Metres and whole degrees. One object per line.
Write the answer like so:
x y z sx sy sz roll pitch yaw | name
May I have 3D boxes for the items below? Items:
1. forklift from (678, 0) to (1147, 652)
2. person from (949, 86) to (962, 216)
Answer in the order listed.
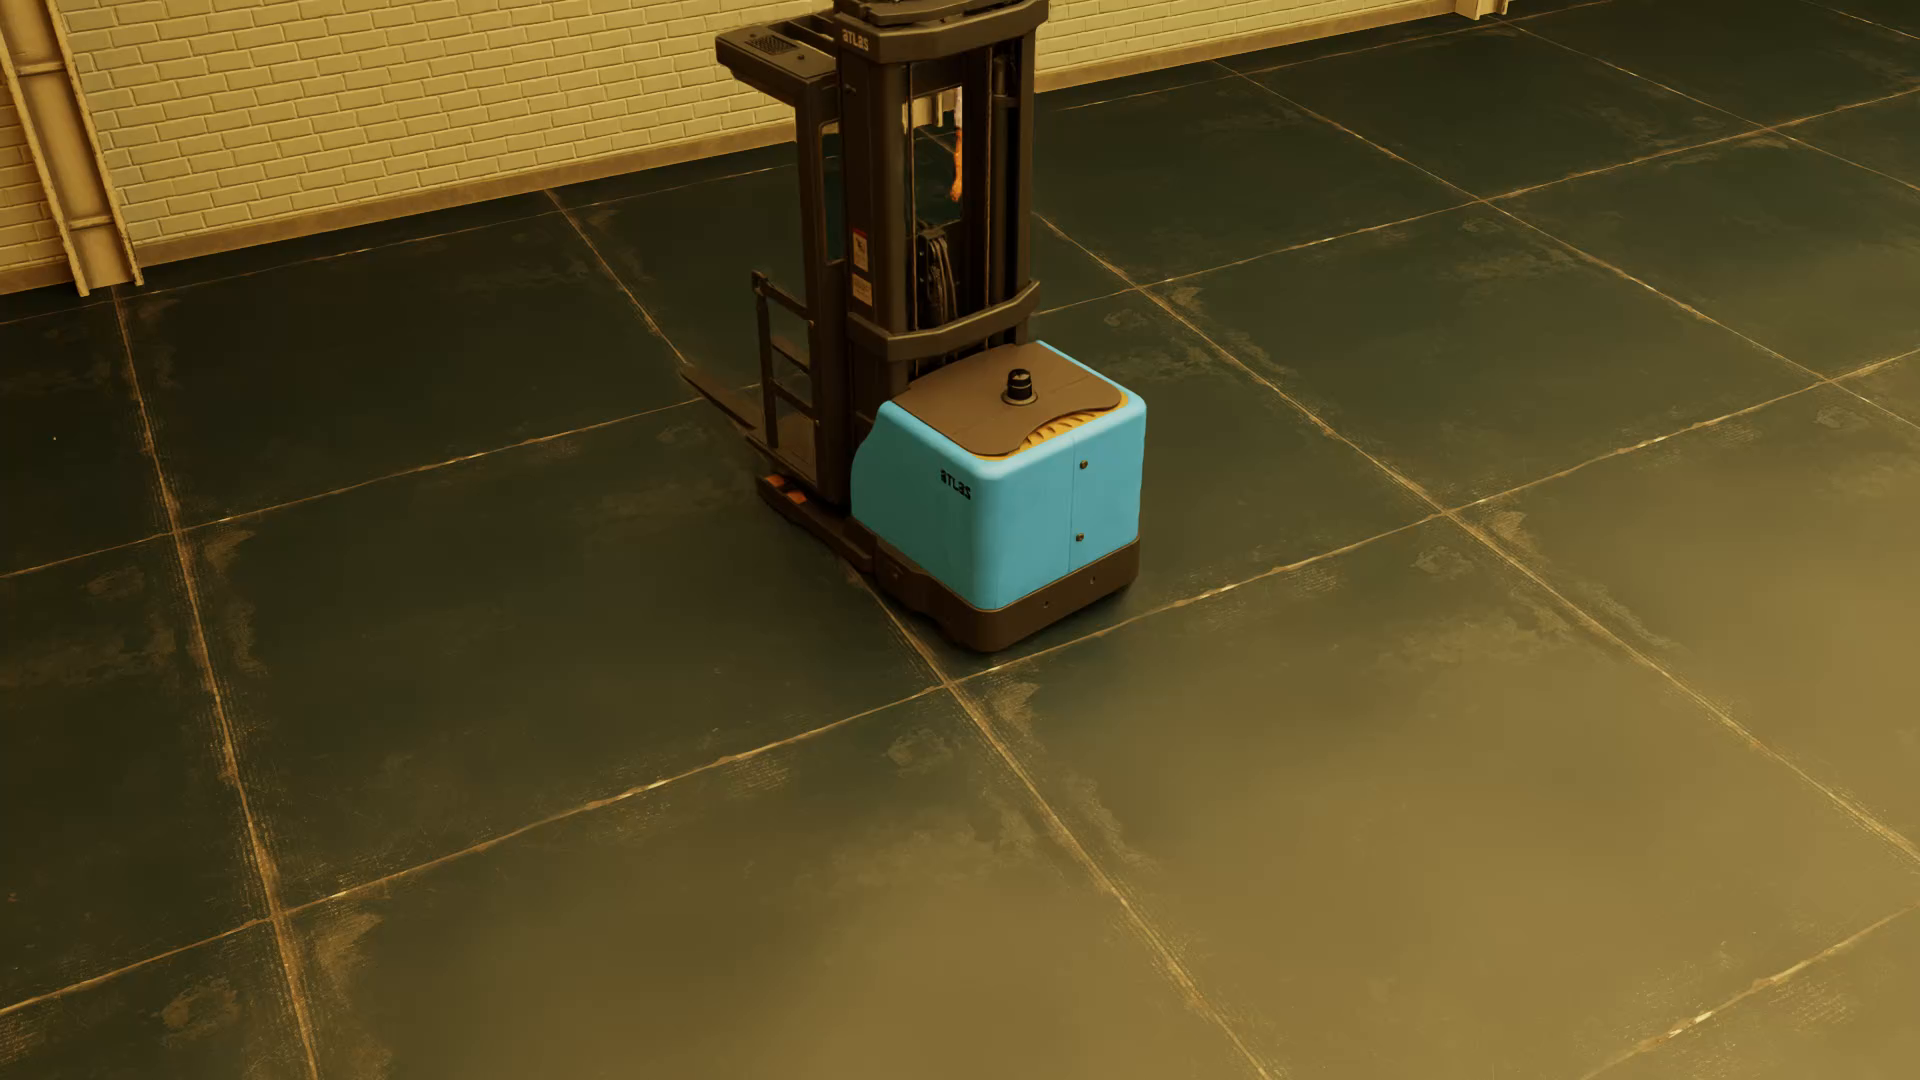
-0.431 -1.456 8.183 1.130 2.935 3.031 -25 42 -31 | forklift
0.091 -2.436 10.766 0.484 1.571 0.830 4 35 5 | person
